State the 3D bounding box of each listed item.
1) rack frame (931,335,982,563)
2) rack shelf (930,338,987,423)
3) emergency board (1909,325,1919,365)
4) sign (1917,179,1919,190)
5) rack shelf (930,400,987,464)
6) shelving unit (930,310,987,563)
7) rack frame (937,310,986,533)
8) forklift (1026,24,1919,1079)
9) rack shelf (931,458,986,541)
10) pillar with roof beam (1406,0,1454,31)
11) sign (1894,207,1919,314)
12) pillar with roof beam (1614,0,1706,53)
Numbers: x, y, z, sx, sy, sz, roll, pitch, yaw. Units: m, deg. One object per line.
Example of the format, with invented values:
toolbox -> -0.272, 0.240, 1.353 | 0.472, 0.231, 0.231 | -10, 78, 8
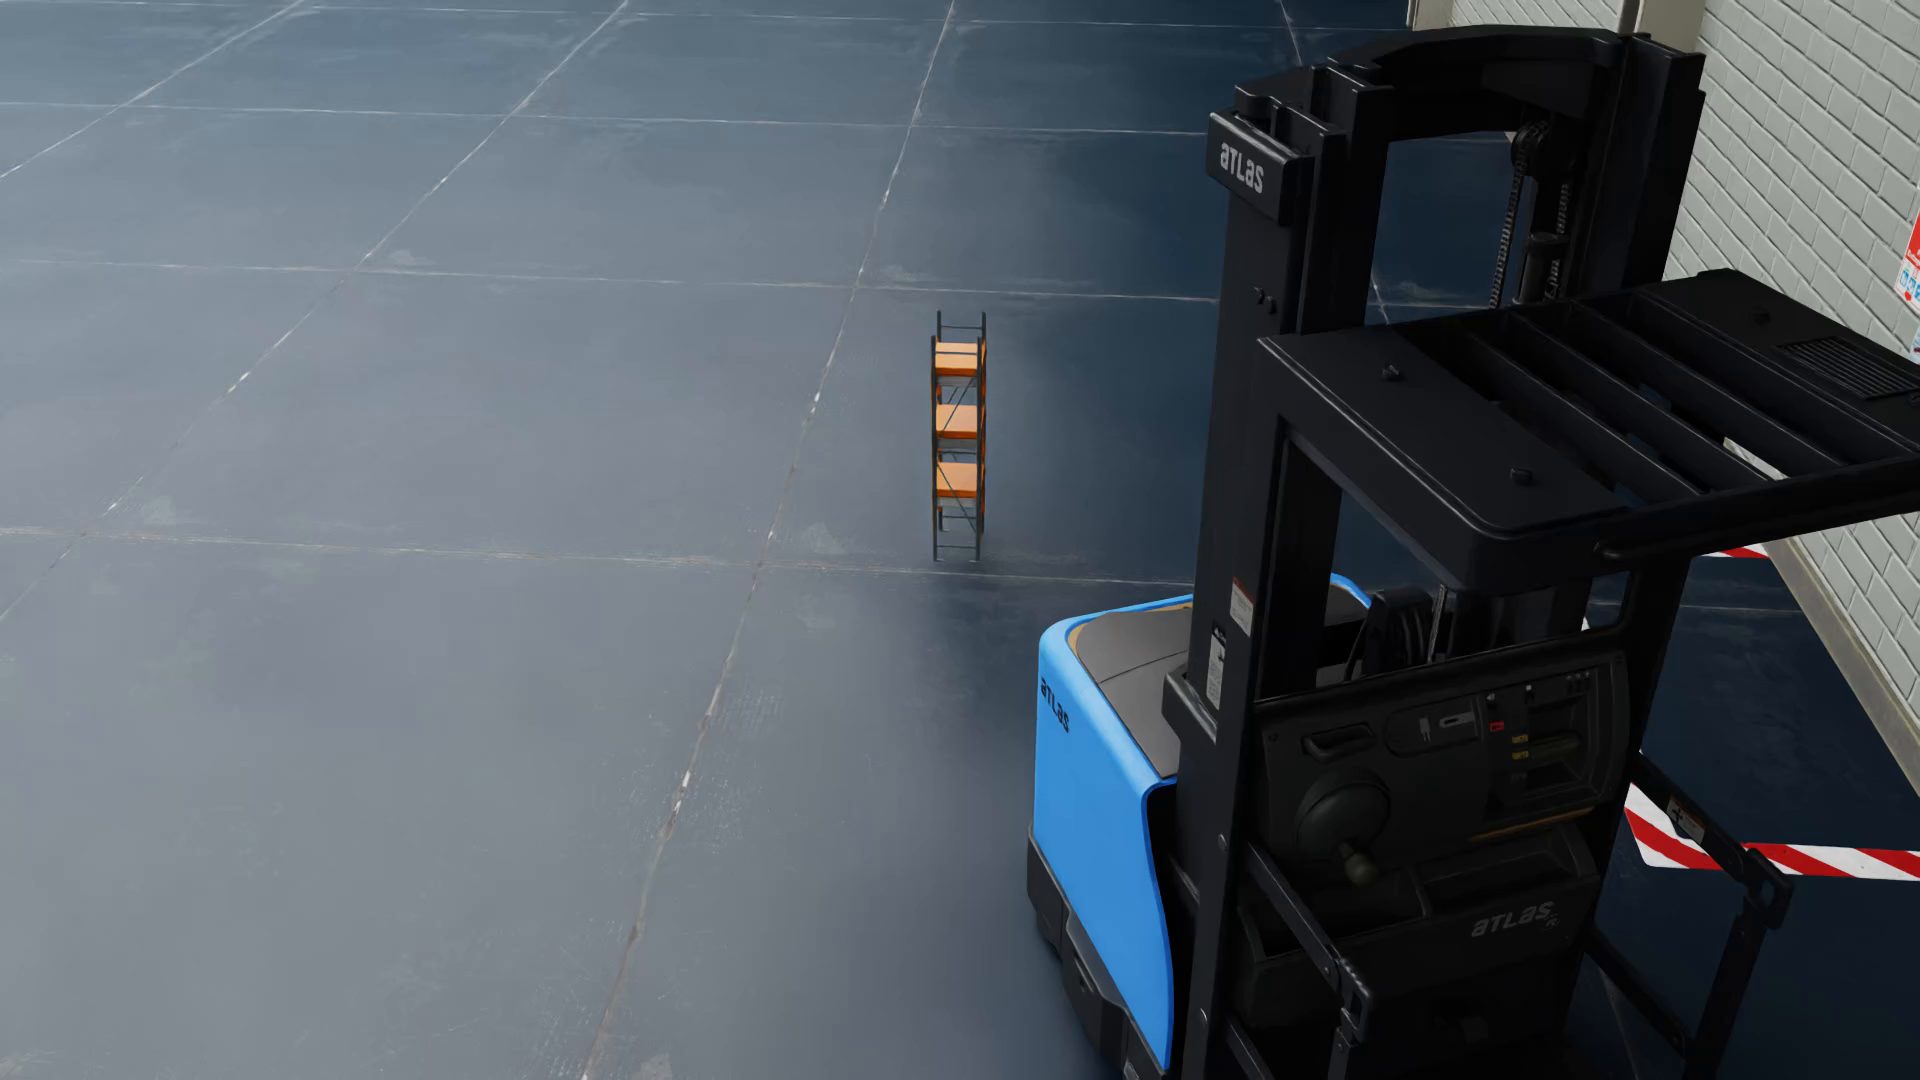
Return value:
rack frame -> -0.014, -0.355, 6.826 | 0.200, 1.050, 0.008 | 2, 32, 4
rack shelf -> -0.004, -0.652, 6.786 | 0.215, 0.259, 0.240 | 2, 32, 4
emergency board -> 3.315, -0.712, 5.547 | 0.194, 1.169, 0.643 | 2, 32, 4
sign -> 3.454, -1.236, 5.857 | 0.001, 0.109, 0.331 | 2, 32, 4
rack shelf -> -0.004, -0.410, 6.935 | 0.215, 0.259, 0.240 | 2, 32, 4
shelving unit -> -0.004, -0.419, 6.929 | 0.215, 1.050, 0.252 | 2, 32, 4
rack frame -> 0.006, -0.483, 7.033 | 0.200, 1.050, 0.008 | 2, 32, 4
forklift -> 1.167, 0.556, 3.554 | 1.130, 2.935, 3.031 | -10, 33, -16
rack shelf -> -0.004, -0.173, 7.081 | 0.215, 0.259, 0.240 | 2, 32, 4
pillar with roof beam -> -0.238, -8.434, 12.359 | 9.100, 9.000, 0.400 | 2, 32, 4
sign -> 3.463, -1.012, 6.000 | 0.001, 0.329, 0.234 | 2, 32, 4
pillar with roof beam -> -0.726, -5.297, 7.268 | 9.100, 9.000, 0.400 | 2, 32, 4
